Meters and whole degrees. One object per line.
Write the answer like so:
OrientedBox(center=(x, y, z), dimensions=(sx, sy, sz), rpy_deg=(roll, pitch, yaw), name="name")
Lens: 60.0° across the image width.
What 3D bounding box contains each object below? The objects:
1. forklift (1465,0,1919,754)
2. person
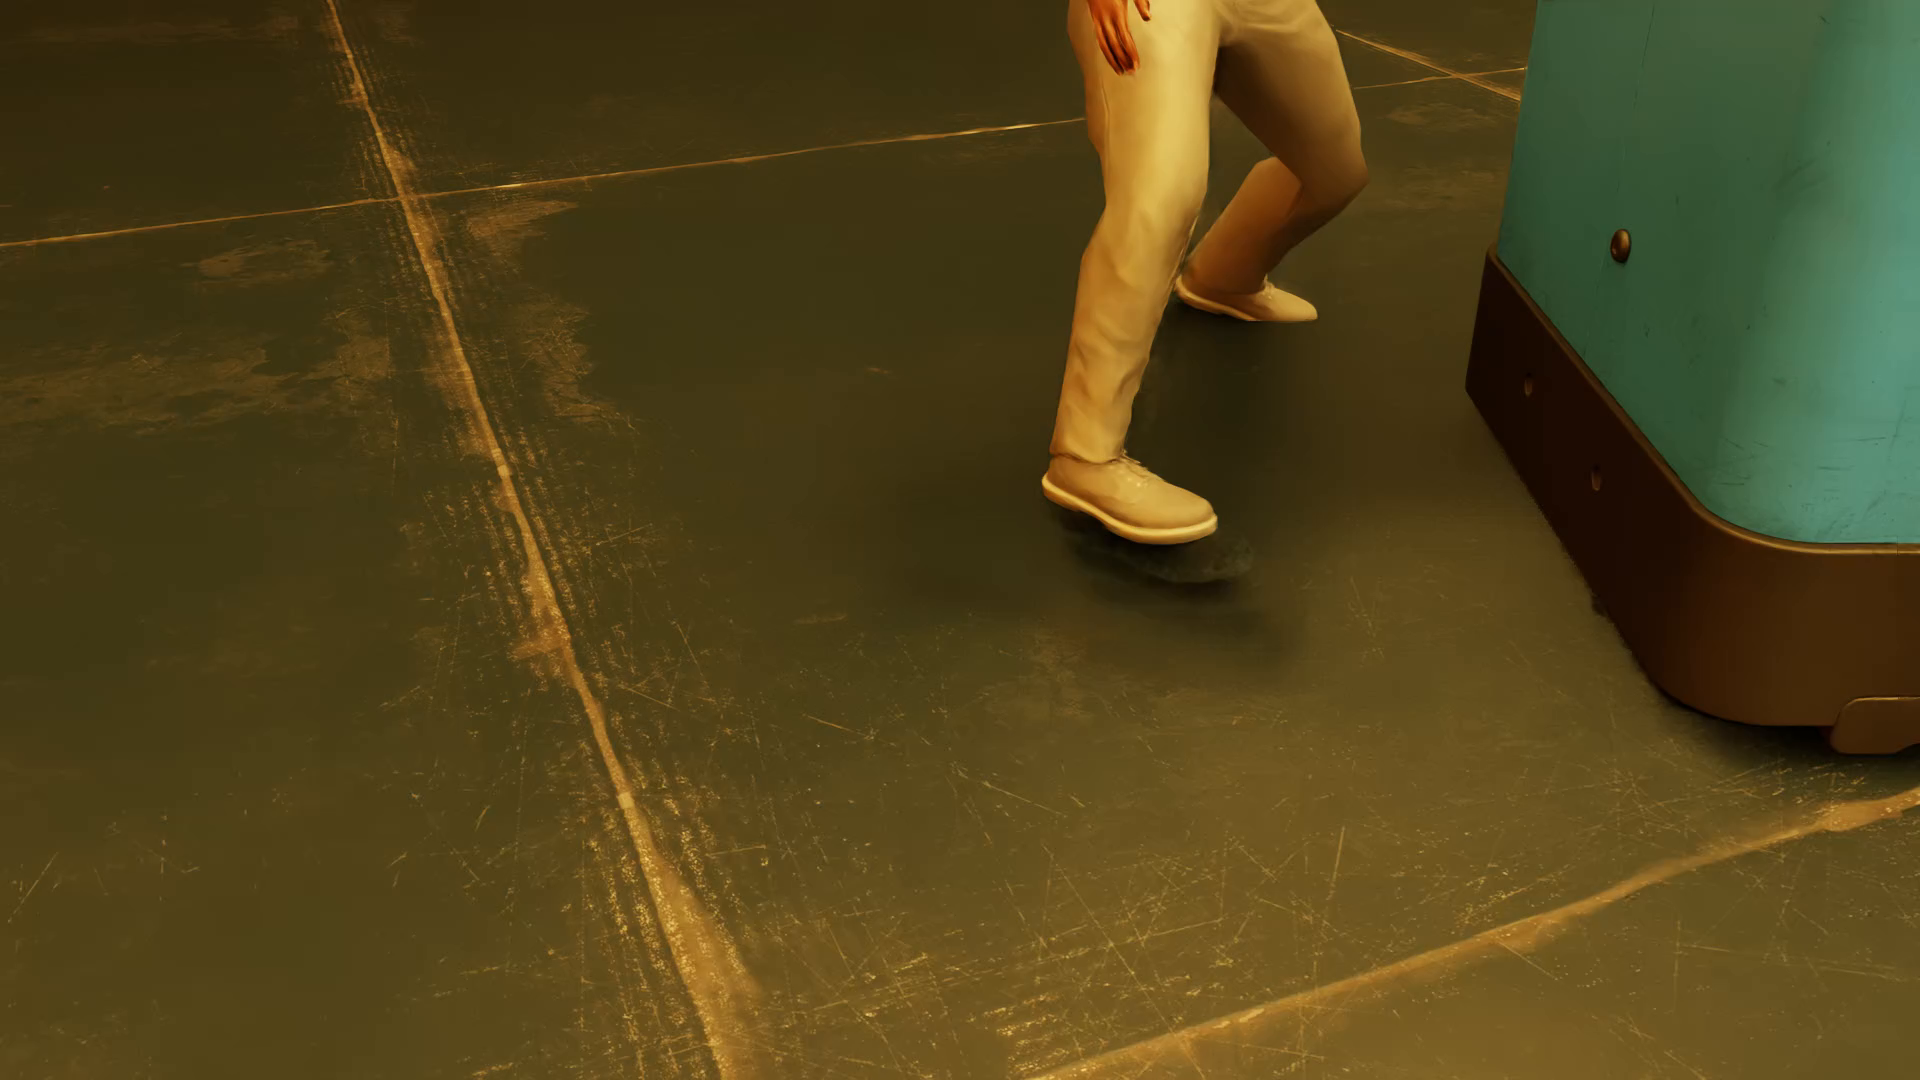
OrientedBox(center=(2.366, -1.253, 1.738), dimensions=(3.031, 2.935, 1.130), rpy_deg=(0, 30, 0), name="forklift")
OrientedBox(center=(0.438, -0.857, 2.525), dimensions=(0.936, 1.525, 0.859), rpy_deg=(-16, 33, -26), name="person")
